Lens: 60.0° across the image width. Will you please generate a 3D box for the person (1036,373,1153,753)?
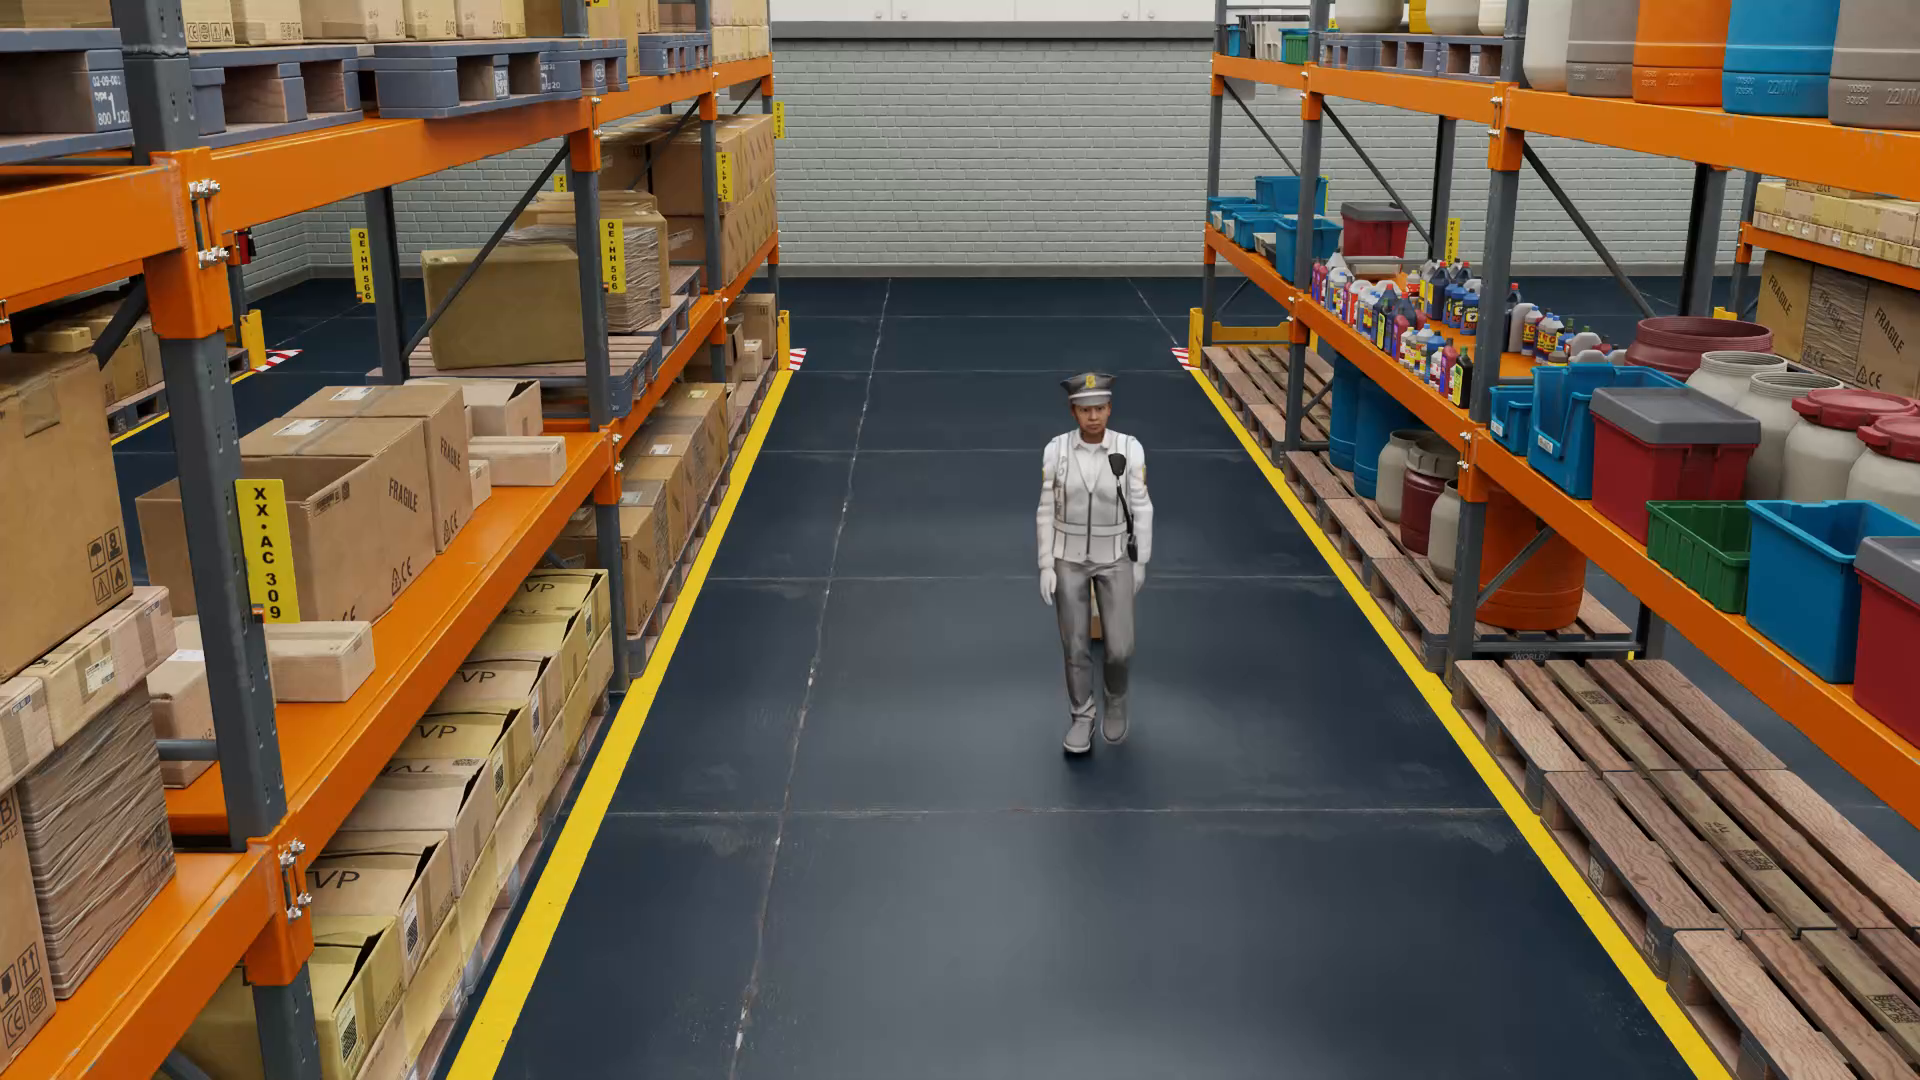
[{"bbox_3d":[0.565,0.102,7.098,0.492,1.687,0.424,3,17,10],"label":"person"}]
